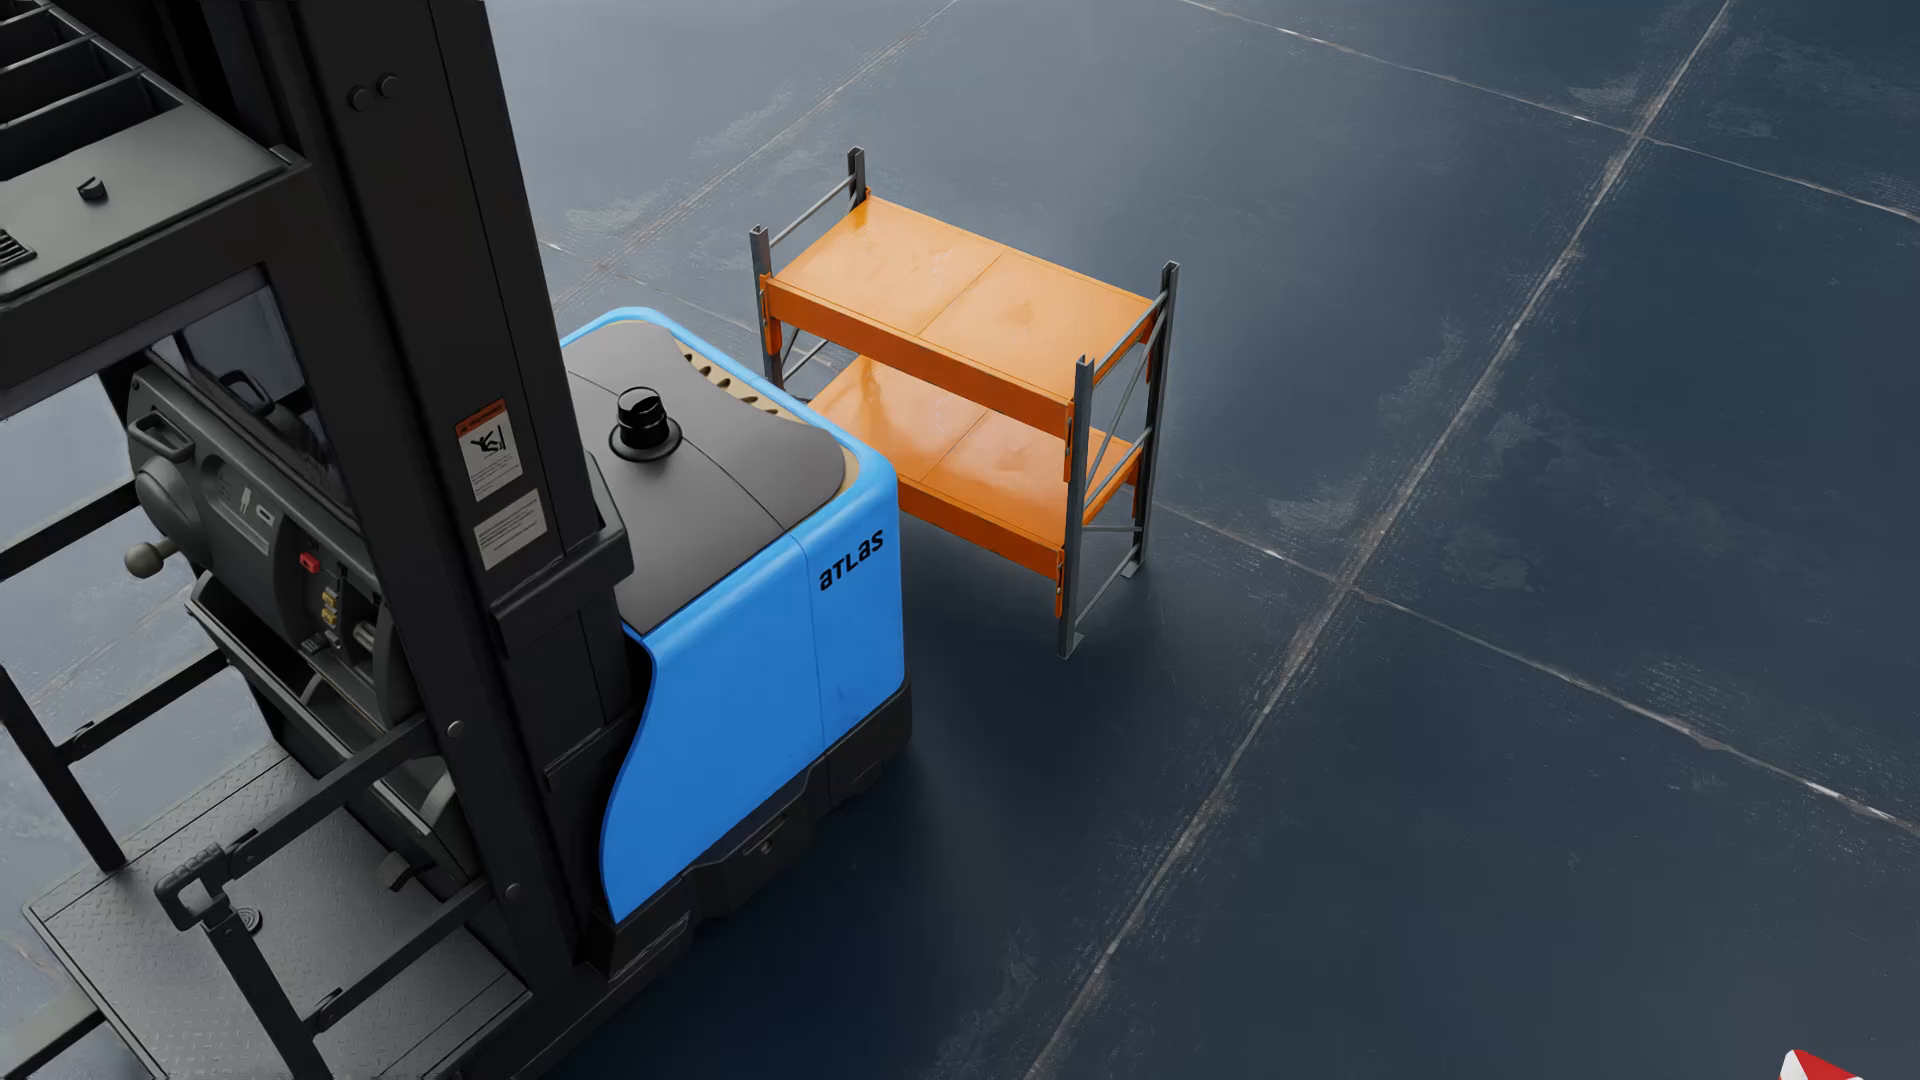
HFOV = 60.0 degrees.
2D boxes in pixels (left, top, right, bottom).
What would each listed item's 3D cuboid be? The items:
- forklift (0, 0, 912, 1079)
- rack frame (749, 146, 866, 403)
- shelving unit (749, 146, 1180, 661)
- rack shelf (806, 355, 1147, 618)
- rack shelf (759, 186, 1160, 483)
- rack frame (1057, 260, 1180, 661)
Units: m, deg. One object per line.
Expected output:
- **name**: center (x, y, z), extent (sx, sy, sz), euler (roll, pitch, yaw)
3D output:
- **forklift**: center (-1.496, 0.100, 3.109), extent (1.130, 2.935, 3.031), euler (33, 54, 28)
- **rack frame**: center (-0.422, -0.586, 5.035), extent (0.032, 1.125, 0.500), euler (25, 51, 22)
- **shelving unit**: center (0.006, -0.389, 4.844), extent (1.048, 1.125, 0.538), euler (25, 51, 22)
- **rack shelf**: center (0.006, -0.219, 5.019), extent (1.000, 0.278, 0.538), euler (25, 51, 22)
- **rack shelf**: center (0.006, -0.593, 4.634), extent (1.000, 0.278, 0.538), euler (25, 51, 22)
- **rack frame**: center (0.434, -0.193, 4.653), extent (0.032, 1.125, 0.500), euler (25, 51, 22)
